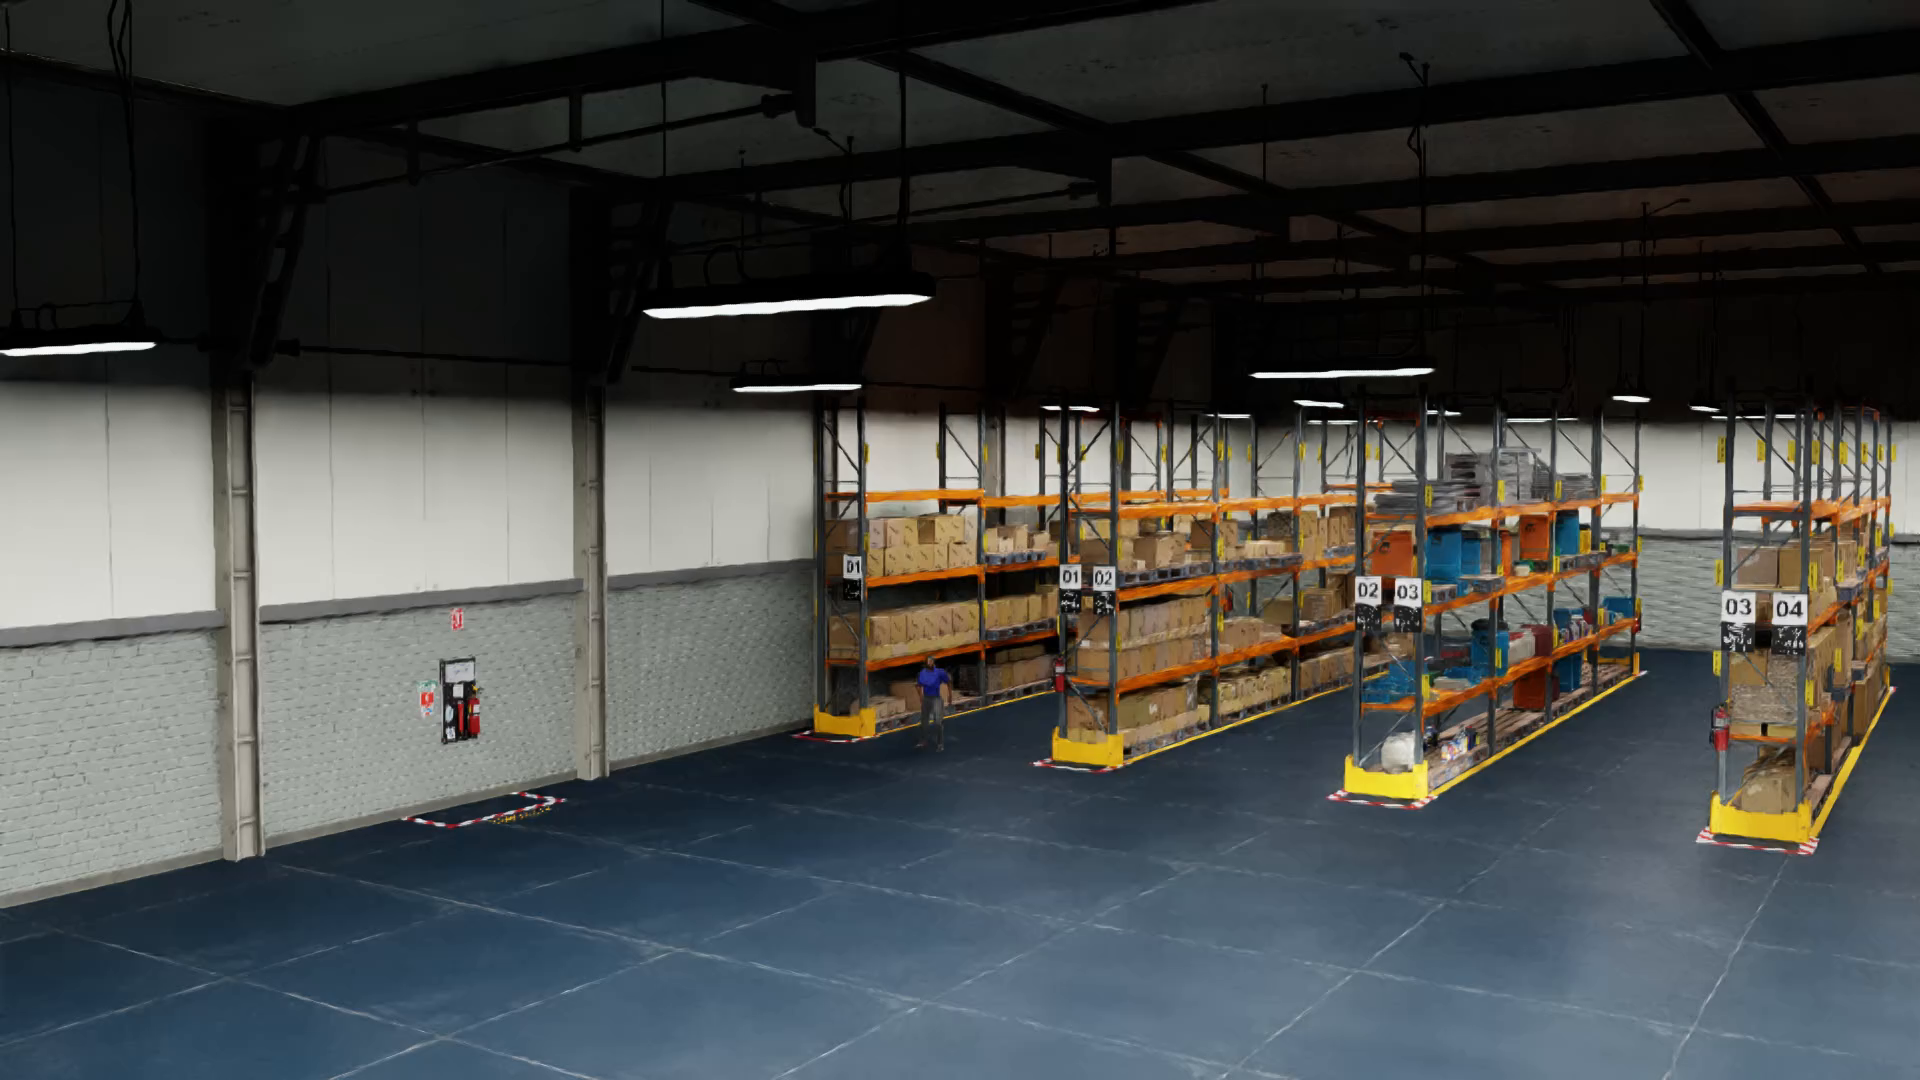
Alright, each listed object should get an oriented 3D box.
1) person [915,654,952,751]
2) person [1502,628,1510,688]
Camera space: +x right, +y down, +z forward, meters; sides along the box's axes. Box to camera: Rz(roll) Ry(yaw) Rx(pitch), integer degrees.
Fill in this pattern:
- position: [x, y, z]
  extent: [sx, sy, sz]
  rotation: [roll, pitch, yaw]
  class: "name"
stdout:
- position: [-0.487, 2.732, 28.105]
  extent: [0.636, 1.597, 0.623]
  rotation: [1, 3, 20]
  class: "person"
- position: [11.409, 2.350, 35.233]
  extent: [0.607, 1.600, 0.800]
  rotation: [2, 3, 31]
  class: "person"
